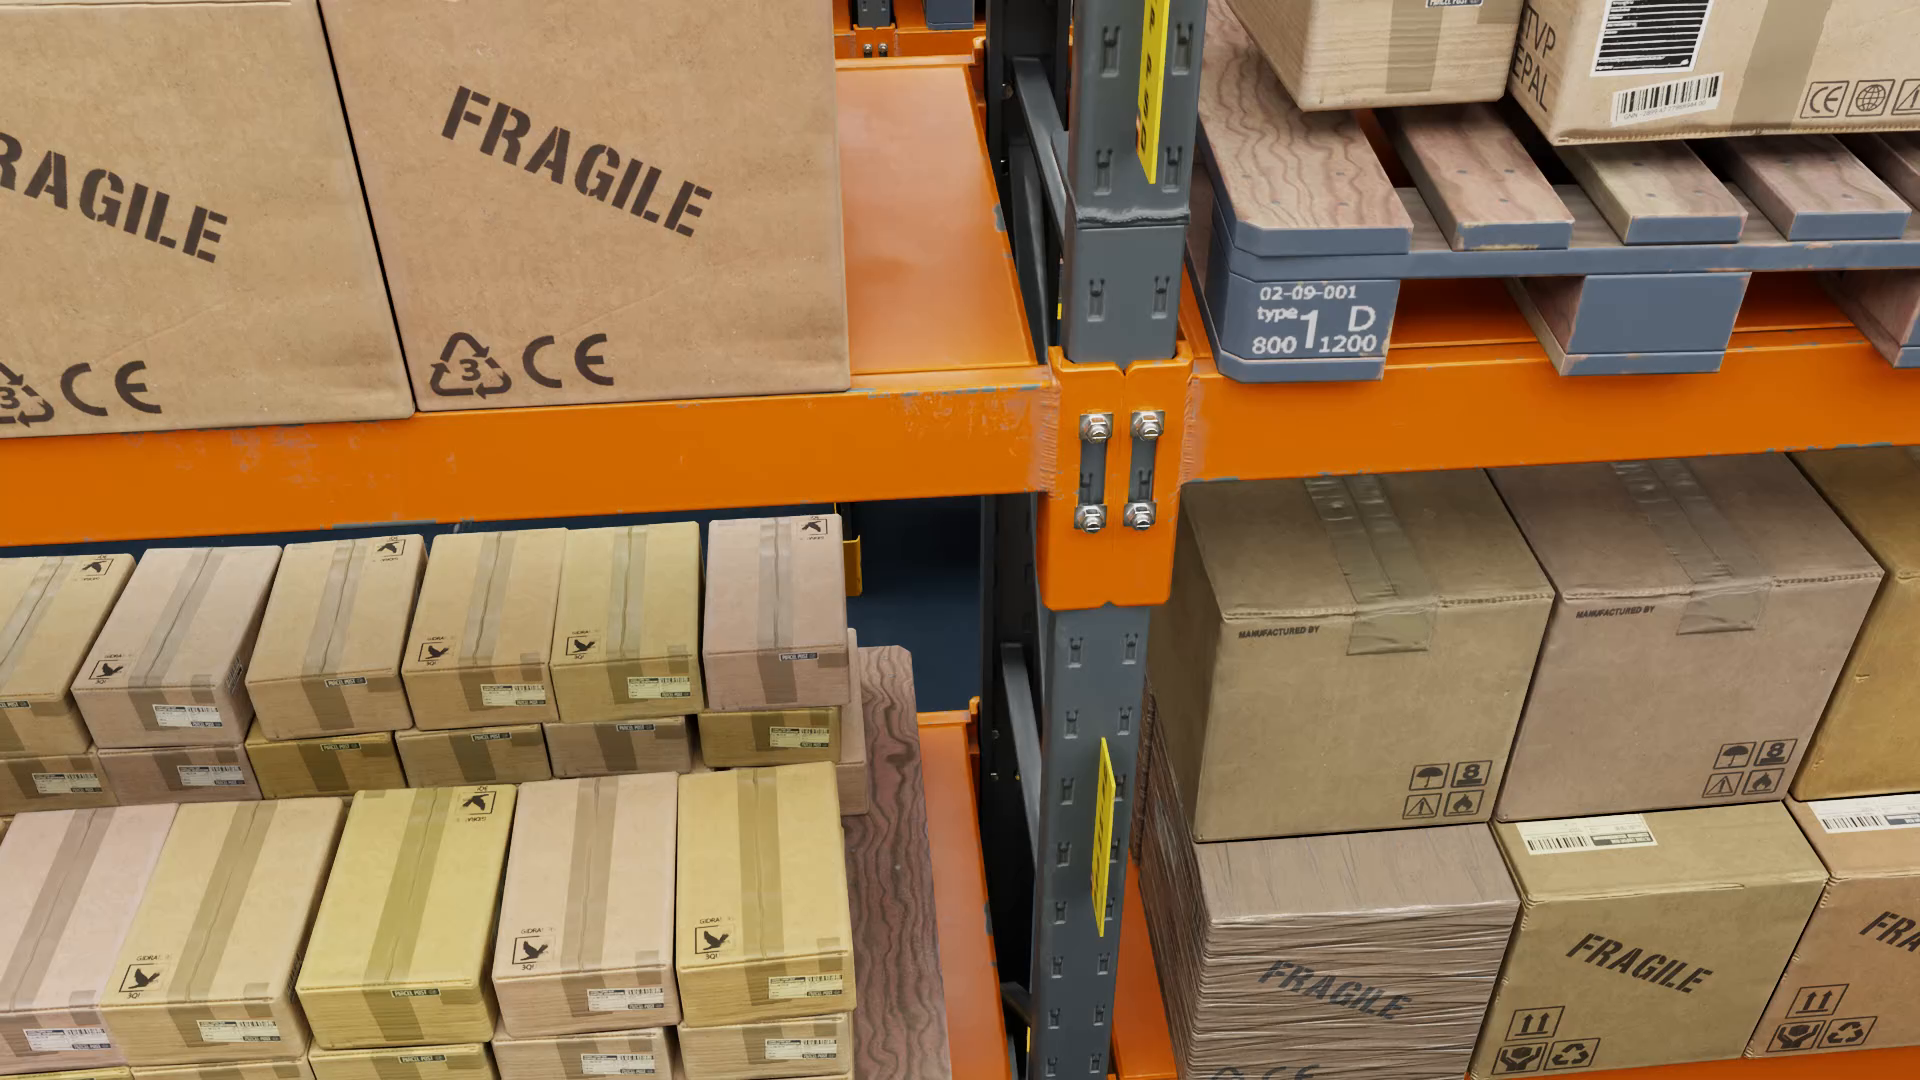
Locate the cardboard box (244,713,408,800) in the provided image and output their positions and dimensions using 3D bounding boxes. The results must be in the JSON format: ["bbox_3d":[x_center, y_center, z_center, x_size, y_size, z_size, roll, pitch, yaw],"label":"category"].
[{"bbox_3d":[-1.138,0.288,3.086,0.250,0.149,0.380,-3,38,-4],"label":"cardboard box"}]

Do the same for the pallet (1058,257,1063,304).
[{"bbox_3d":[0.388,-1.474,7.948,1.213,0.211,1.003,-3,38,-4],"label":"pallet"}]

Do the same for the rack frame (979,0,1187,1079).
[{"bbox_3d":[0.148,0.522,3.167,0.127,3.000,1.000,-3,38,-4],"label":"rack frame"}]

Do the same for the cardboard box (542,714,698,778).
[{"bbox_3d":[-0.621,0.258,3.125,0.250,0.149,0.380,-1,38,-2],"label":"cardboard box"}]

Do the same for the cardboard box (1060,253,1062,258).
[{"bbox_3d":[0.173,-1.685,7.746,0.625,0.372,0.950,-6,39,-7],"label":"cardboard box"}]

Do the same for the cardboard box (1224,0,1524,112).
[{"bbox_3d":[0.495,-0.681,2.053,0.250,0.149,0.380,-5,39,-6],"label":"cardboard box"}]

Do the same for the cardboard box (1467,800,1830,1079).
[{"bbox_3d":[1.125,0.595,2.994,0.500,0.500,0.500,-3,38,-4],"label":"cardboard box"}]

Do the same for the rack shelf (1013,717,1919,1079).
[{"bbox_3d":[2.140,0.695,3.529,4.000,0.370,1.077,-3,38,-4],"label":"rack shelf"}]

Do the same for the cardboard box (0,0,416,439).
[{"bbox_3d":[-0.895,-0.471,1.923,0.500,0.500,0.500,-3,38,-4],"label":"cardboard box"}]

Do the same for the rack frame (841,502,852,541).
[{"bbox_3d":[-0.421,-0.566,5.756,0.032,1.500,0.500,-3,38,-4],"label":"rack frame"}]

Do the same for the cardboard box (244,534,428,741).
[{"bbox_3d":[-1.105,0.169,2.997,0.250,0.149,0.380,-5,39,-6],"label":"cardboard box"}]

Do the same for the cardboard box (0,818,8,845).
[{"bbox_3d":[-1.588,0.601,2.450,0.250,0.149,0.380,-1,38,-2],"label":"cardboard box"}]

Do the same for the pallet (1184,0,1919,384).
[{"bbox_3d":[0.785,-0.650,2.383,1.003,0.211,1.213,-1,38,-2],"label":"pallet"}]

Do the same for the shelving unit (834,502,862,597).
[{"bbox_3d":[0.076,-0.593,5.791,1.083,1.500,0.587,-3,38,-4],"label":"shelving unit"}]

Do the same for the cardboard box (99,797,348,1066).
[{"bbox_3d":[-1.076,0.576,2.482,0.250,0.149,0.380,-2,38,-3],"label":"cardboard box"}]

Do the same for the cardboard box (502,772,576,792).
[{"bbox_3d":[-0.851,0.385,3.204,0.250,0.149,0.380,-1,38,-2],"label":"cardboard box"}]

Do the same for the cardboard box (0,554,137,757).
[{"bbox_3d":[-1.638,0.201,2.957,0.250,0.149,0.380,-2,38,-3],"label":"cardboard box"}]

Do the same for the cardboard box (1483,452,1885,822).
[{"bbox_3d":[1.100,0.043,2.886,0.500,0.500,0.700,-4,38,-5],"label":"cardboard box"}]

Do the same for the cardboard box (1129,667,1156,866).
[{"bbox_3d":[0.573,0.292,3.377,0.500,0.500,0.500,-3,38,-4],"label":"cardboard box"}]

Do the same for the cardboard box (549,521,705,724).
[{"bbox_3d":[-0.597,0.144,3.029,0.250,0.149,0.380,-4,38,-5],"label":"cardboard box"}]

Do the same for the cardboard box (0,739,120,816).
[{"bbox_3d":[-1.634,0.313,3.055,0.250,0.149,0.380,-3,38,-4],"label":"cardboard box"}]

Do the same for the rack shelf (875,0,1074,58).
[{"bbox_3d":[1.601,-2.354,7.393,4.000,0.370,1.077,-3,38,-4],"label":"rack shelf"}]

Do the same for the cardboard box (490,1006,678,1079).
[{"bbox_3d":[-0.569,0.663,2.612,0.250,0.149,0.380,-2,38,-2],"label":"cardboard box"}]

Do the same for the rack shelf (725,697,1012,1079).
[{"bbox_3d":[-1.844,0.914,3.251,4.000,0.370,1.077,-3,38,-4],"label":"rack shelf"}]

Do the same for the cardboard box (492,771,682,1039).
[{"bbox_3d":[-0.550,0.544,2.522,0.250,0.149,0.380,-4,38,-5],"label":"cardboard box"}]

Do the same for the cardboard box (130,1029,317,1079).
[{"bbox_3d":[-1.080,0.692,2.575,0.250,0.149,0.380,-3,38,-4],"label":"cardboard box"}]

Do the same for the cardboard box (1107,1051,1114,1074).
[{"bbox_3d":[0.763,1.262,3.706,0.750,0.750,1.050,-4,38,-5],"label":"cardboard box"}]

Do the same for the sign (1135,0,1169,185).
[{"bbox_3d":[0.194,-0.524,1.653,0.005,0.325,0.100,-3,38,-4],"label":"sign"}]

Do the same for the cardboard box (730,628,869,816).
[{"bbox_3d":[-0.315,0.356,3.241,0.250,0.149,0.380,-4,38,-5],"label":"cardboard box"}]

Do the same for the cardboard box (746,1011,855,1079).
[{"bbox_3d":[-0.303,0.766,2.721,0.250,0.149,0.380,-3,38,-3],"label":"cardboard box"}]

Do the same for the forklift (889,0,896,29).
[{"bbox_3d":[-0.114,-4.121,9.107,3.031,2.935,1.130,-4,38,-5],"label":"forklift"}]

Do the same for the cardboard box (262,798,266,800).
[{"bbox_3d":[-1.385,0.417,3.163,0.250,0.149,0.380,-2,38,-2],"label":"cardboard box"}]
